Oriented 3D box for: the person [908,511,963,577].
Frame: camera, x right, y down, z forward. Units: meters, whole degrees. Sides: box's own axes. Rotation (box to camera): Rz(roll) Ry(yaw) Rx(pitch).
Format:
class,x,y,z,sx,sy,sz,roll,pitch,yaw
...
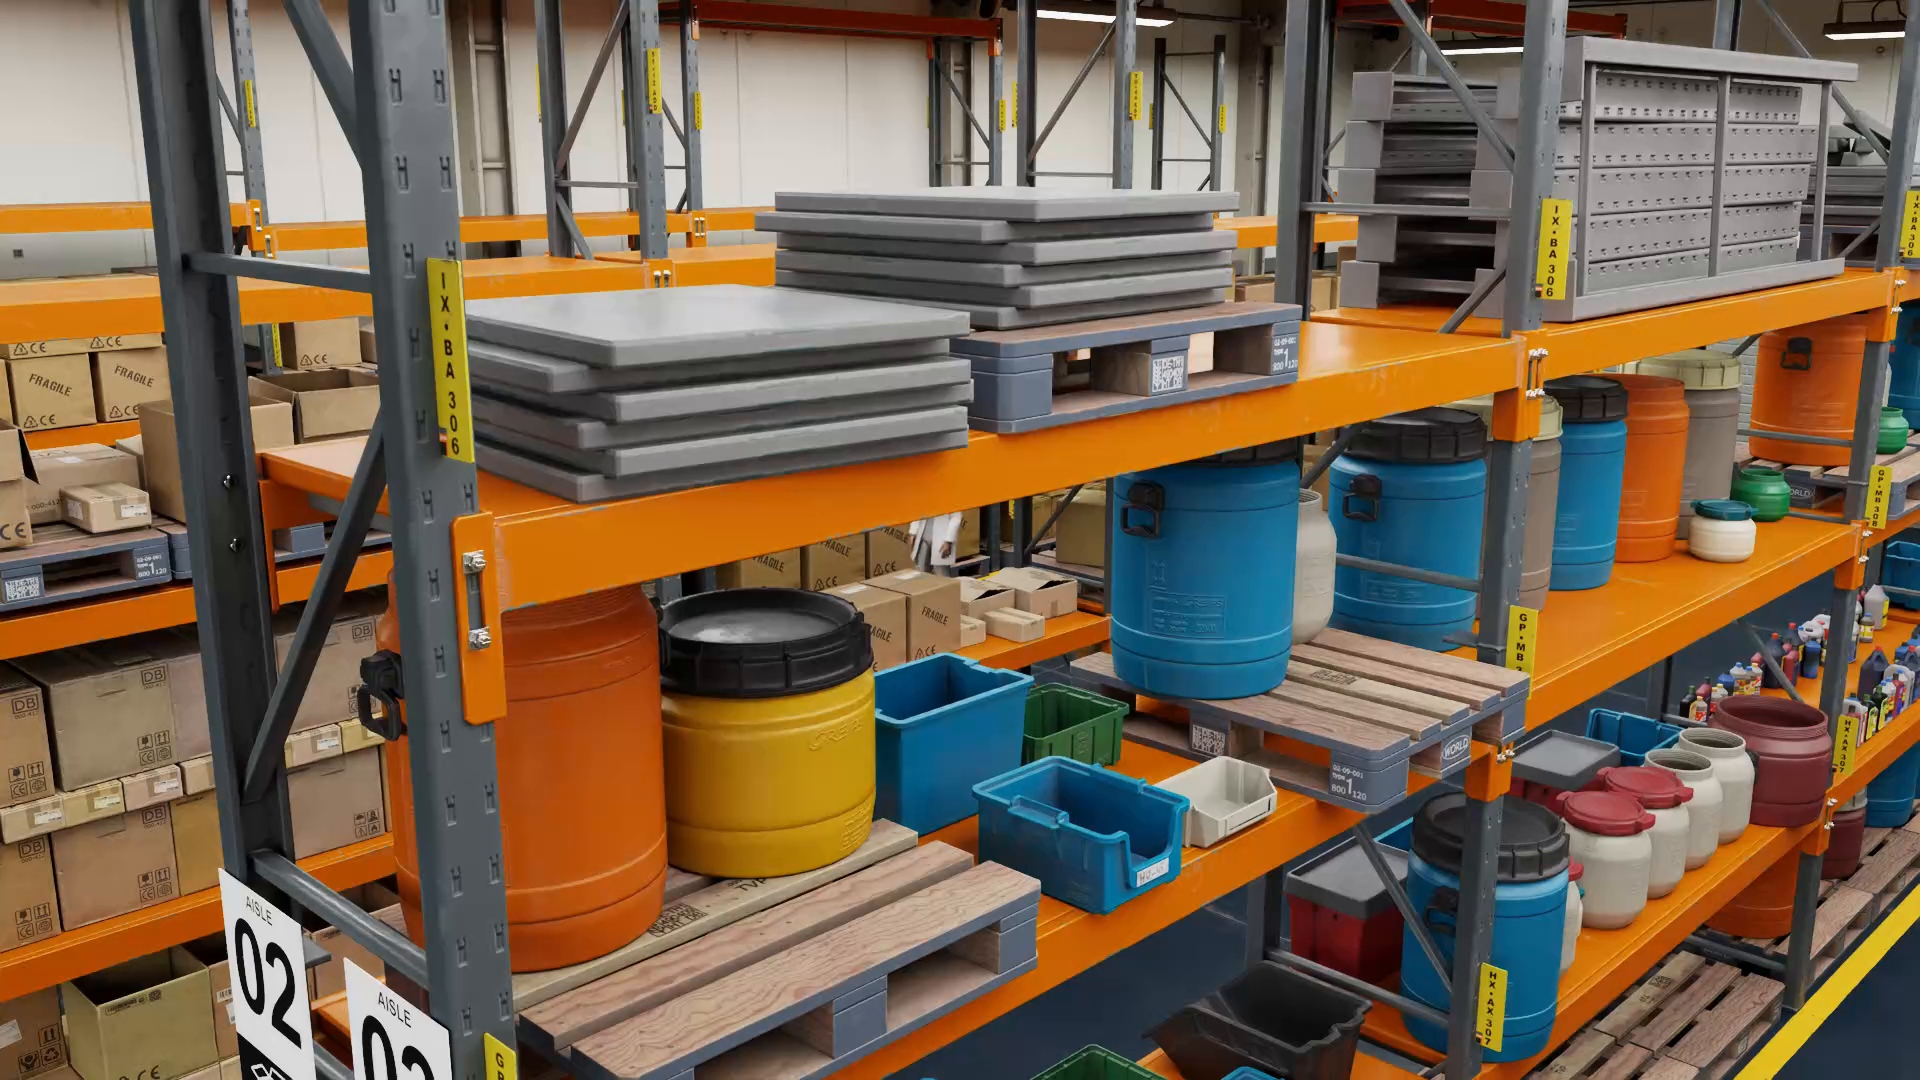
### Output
class,x,y,z,sx,sy,sz,roll,pitch,yaw
person,-0.250,0.002,16.512,0.596,1.776,0.424,12,18,41
